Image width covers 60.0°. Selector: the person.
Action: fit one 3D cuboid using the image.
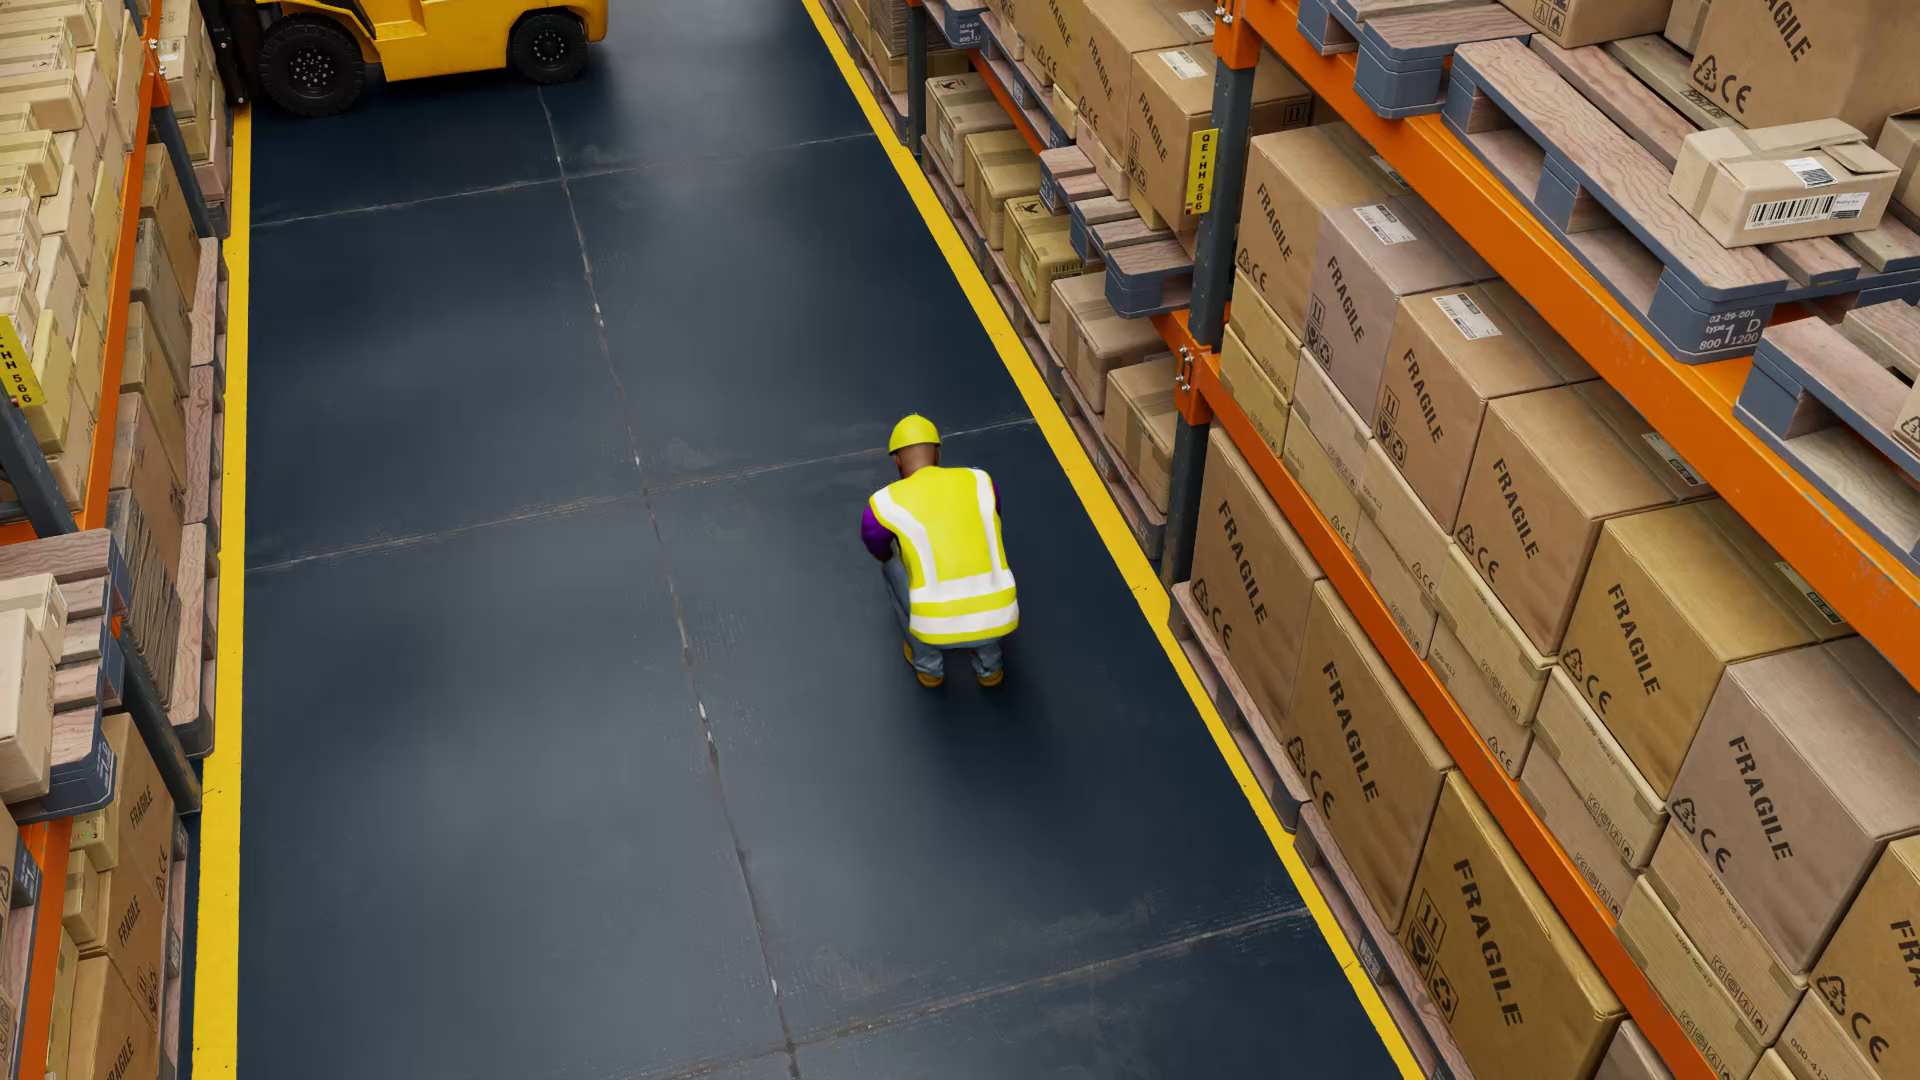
[{"bbox_3d":[-0.088,0.074,6.640,0.583,0.998,0.909,-8,43,-9],"label":"person"}]
